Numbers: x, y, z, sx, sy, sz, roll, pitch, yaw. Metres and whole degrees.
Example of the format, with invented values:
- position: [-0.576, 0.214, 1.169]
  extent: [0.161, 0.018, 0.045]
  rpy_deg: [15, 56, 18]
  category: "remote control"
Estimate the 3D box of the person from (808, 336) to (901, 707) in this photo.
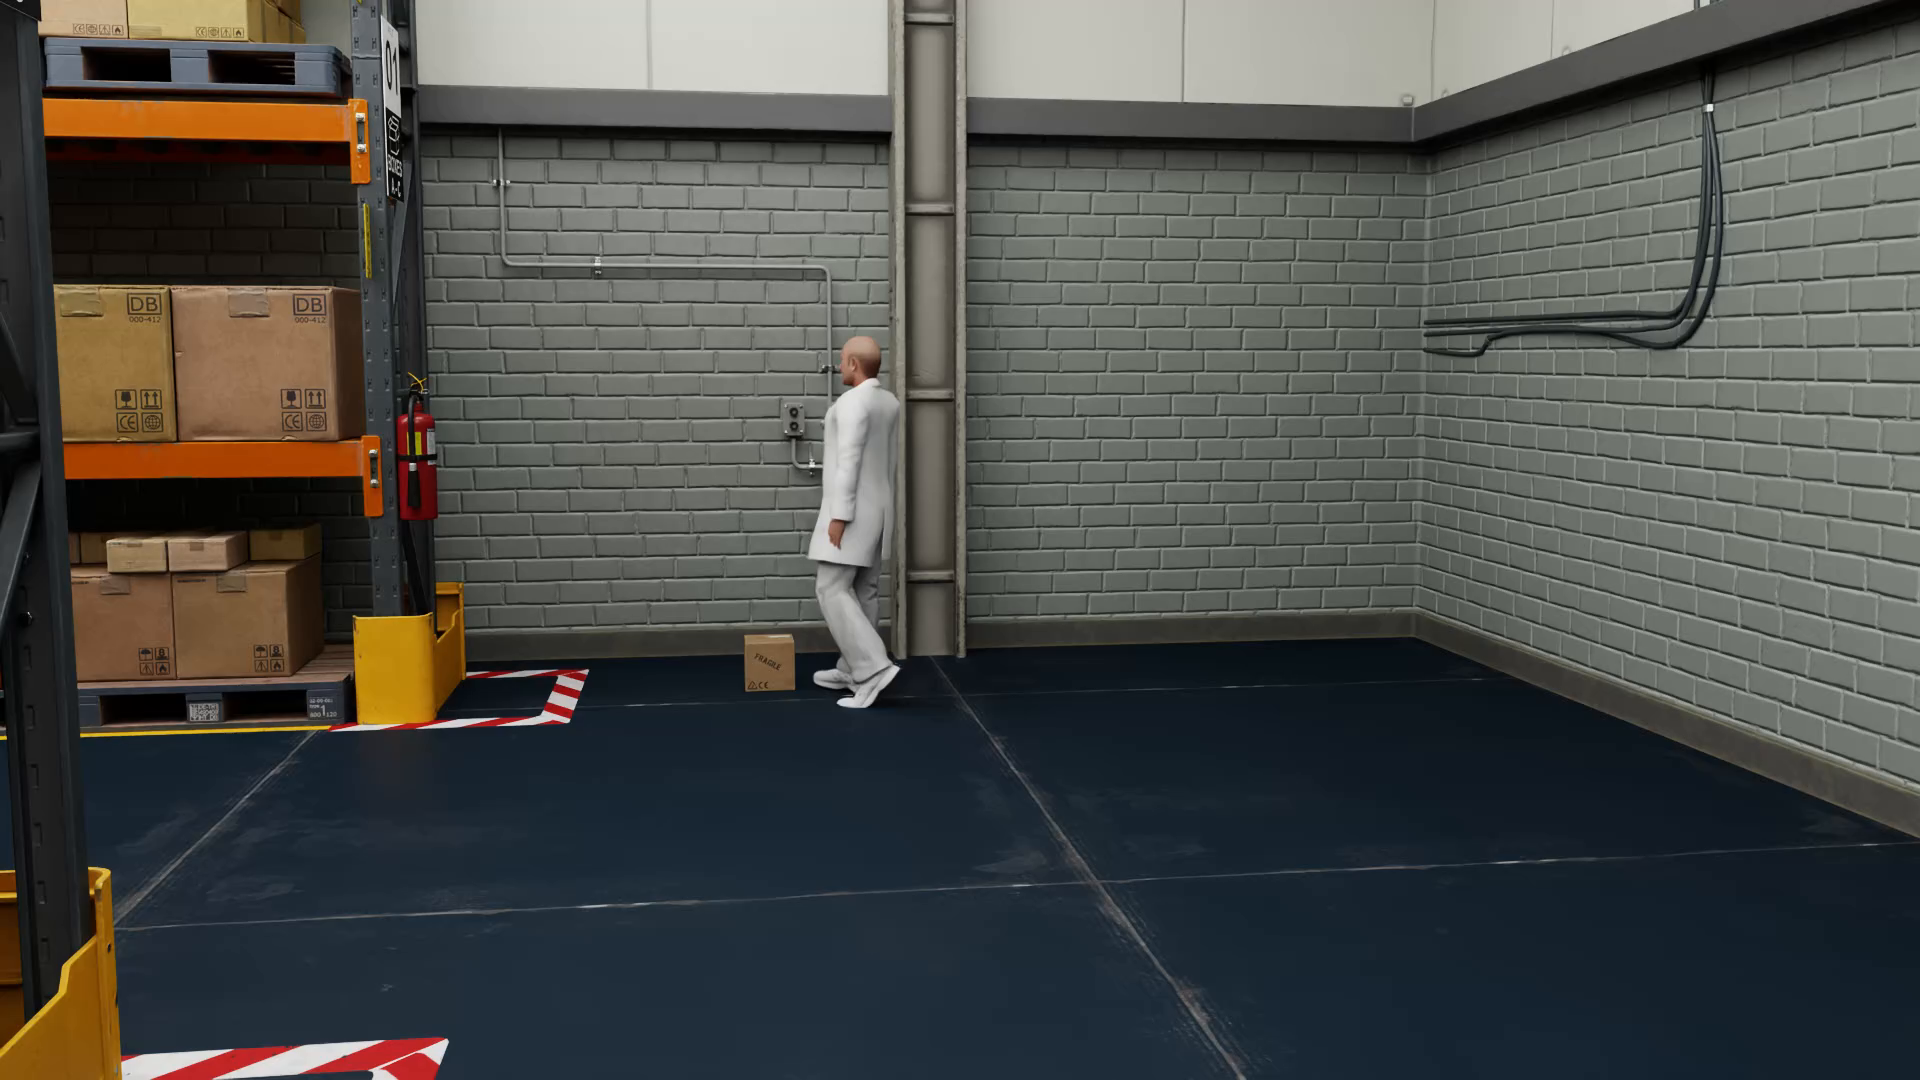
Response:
- position: [-0.501, -0.091, 8.240]
  extent: [0.612, 1.825, 0.618]
  rpy_deg: [3, 7, 24]
  category: "person"
